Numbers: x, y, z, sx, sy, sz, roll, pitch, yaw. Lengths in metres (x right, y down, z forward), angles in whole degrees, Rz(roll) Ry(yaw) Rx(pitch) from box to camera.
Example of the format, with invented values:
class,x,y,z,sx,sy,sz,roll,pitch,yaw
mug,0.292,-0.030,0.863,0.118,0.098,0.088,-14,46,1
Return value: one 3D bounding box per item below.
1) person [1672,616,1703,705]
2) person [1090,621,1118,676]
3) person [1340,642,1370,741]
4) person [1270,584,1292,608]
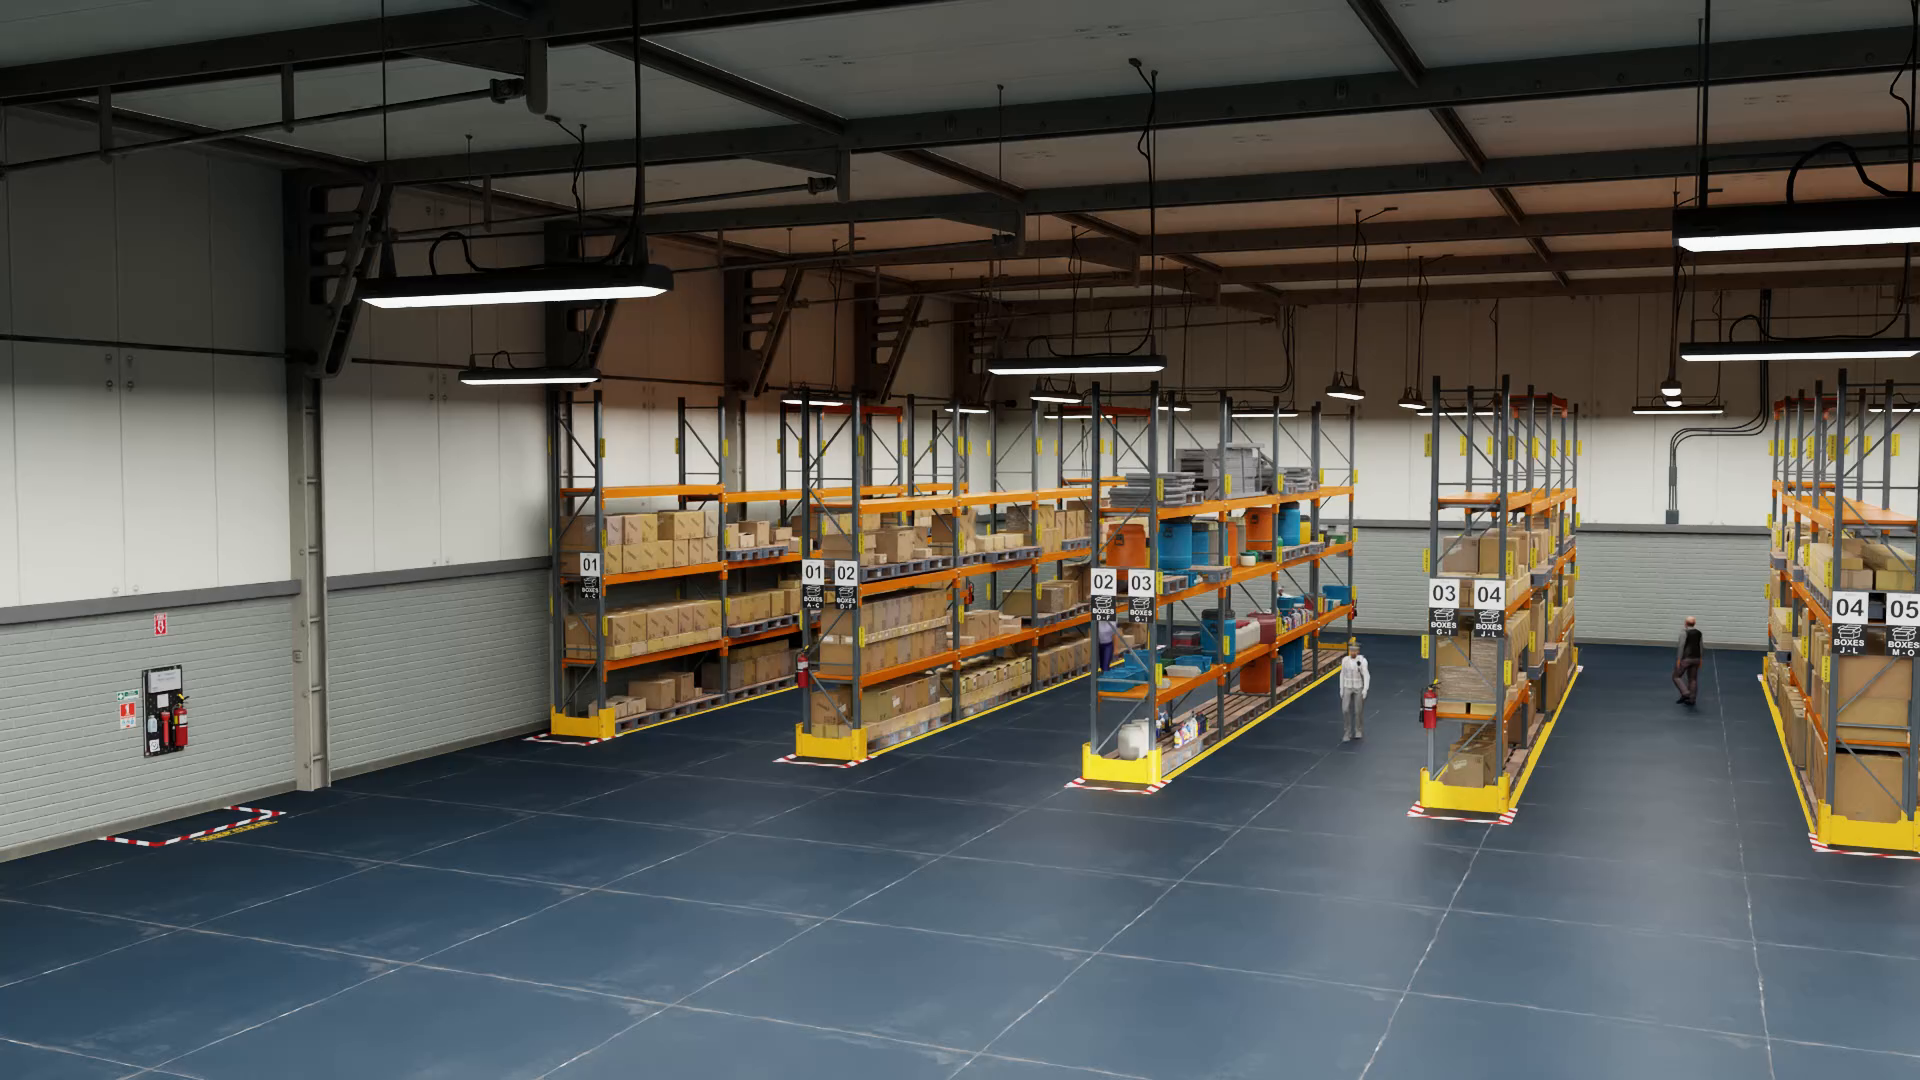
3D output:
class,x,y,z,sx,sy,sz,roll,pitch,yaw
person,14.216,2.353,32.388,0.573,1.722,0.457,-1,3,-14
person,3.026,2.269,34.921,0.528,1.581,1.053,1,3,22
person,6.777,2.609,28.576,0.528,1.723,0.510,2,3,26
person,8.141,1.895,41.880,0.606,1.597,0.736,2,4,33
